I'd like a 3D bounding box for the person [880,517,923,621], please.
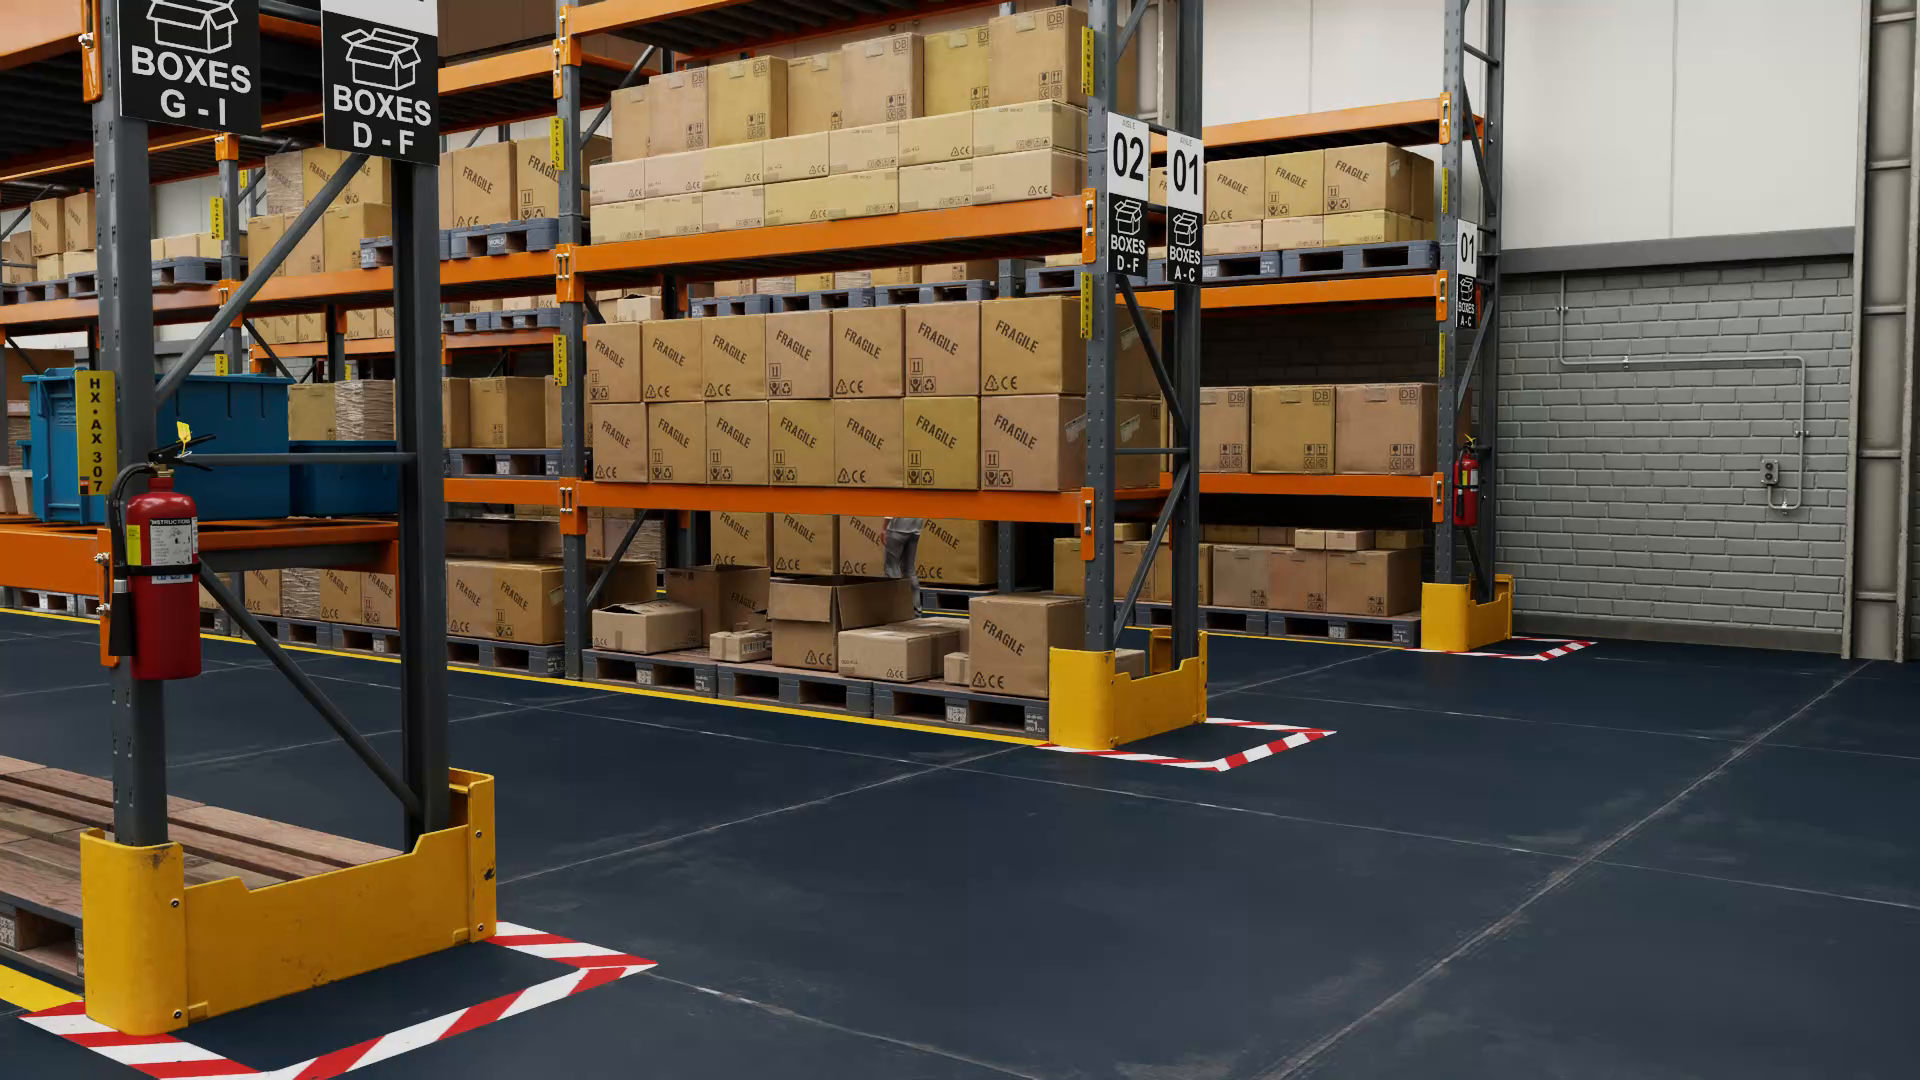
[{"bbox_3d":[-0.516,-0.078,14.200,0.371,1.594,0.485,2,4,34],"label":"person"}]
